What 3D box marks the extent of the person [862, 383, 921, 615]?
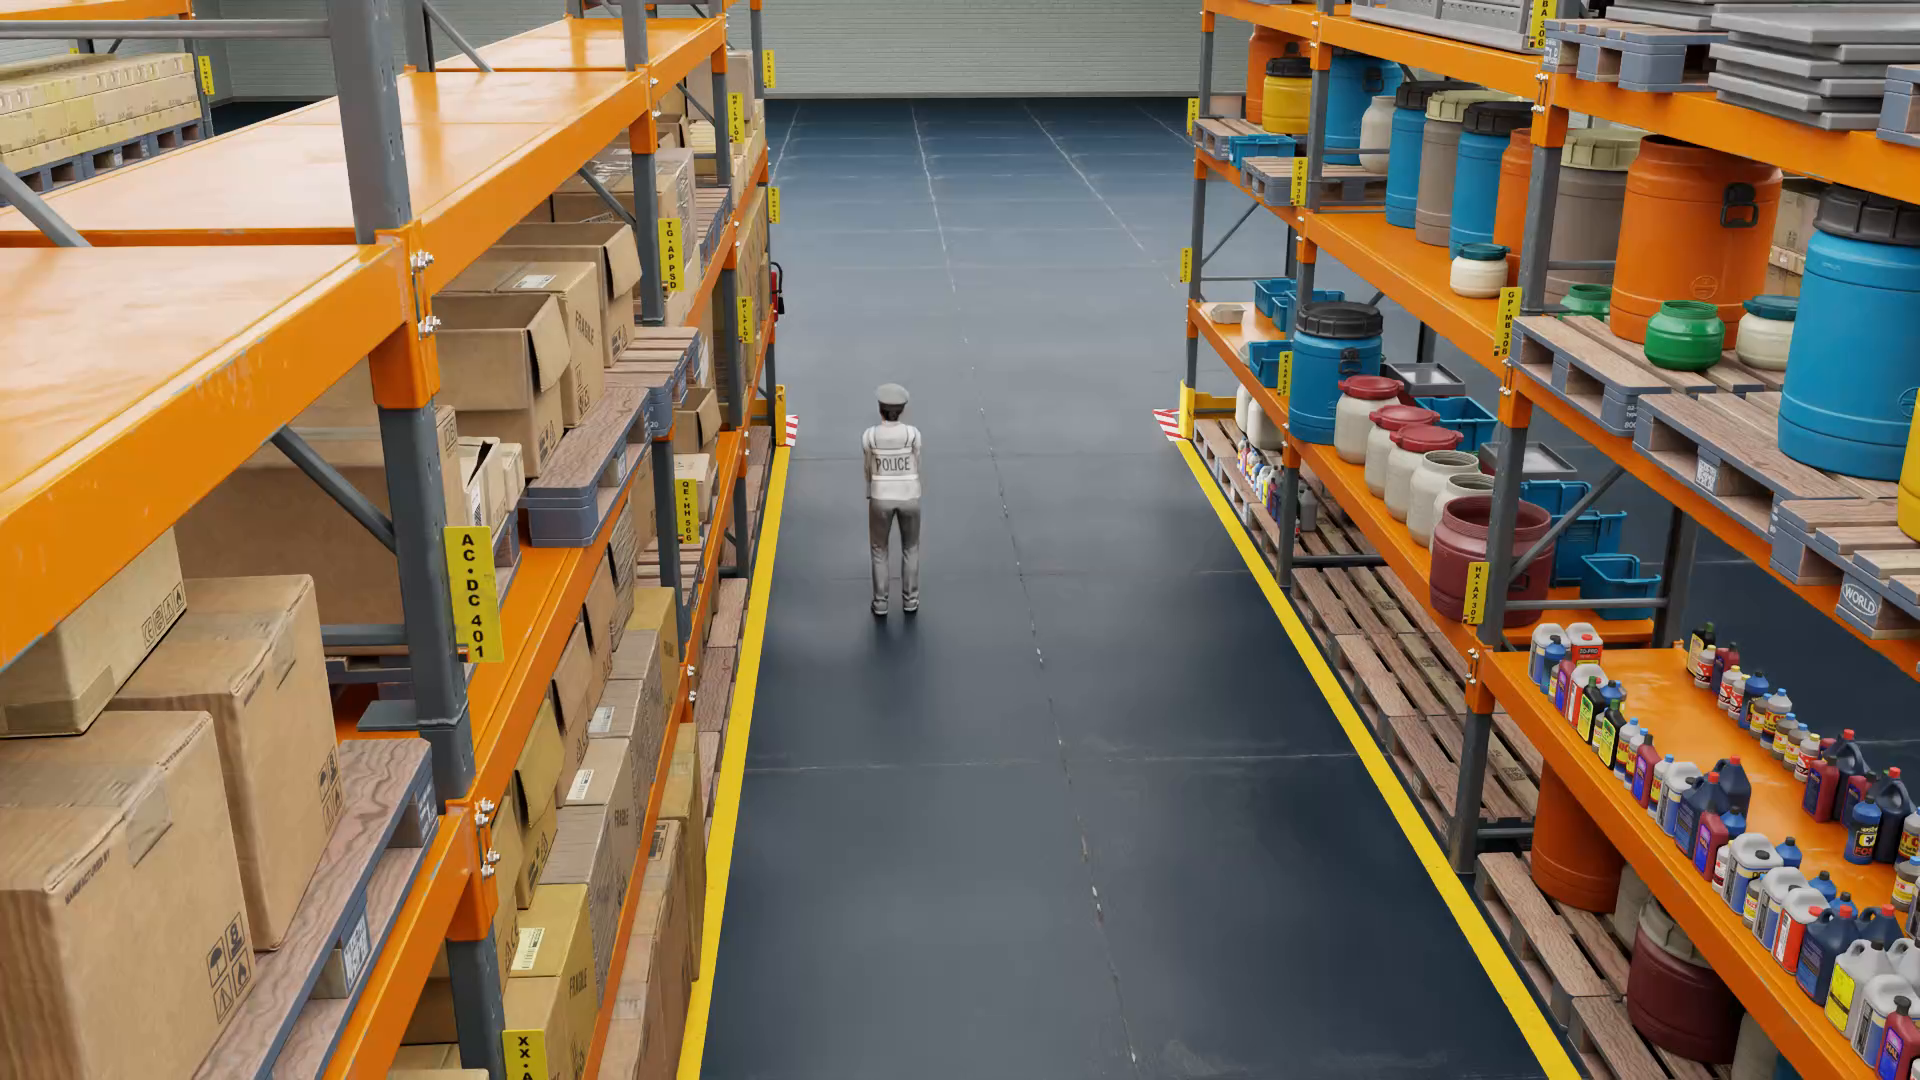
[{"bbox_3d":[-0.482,-0.304,11.873,0.416,1.684,0.523,-1,21,-4],"label":"person"}]
